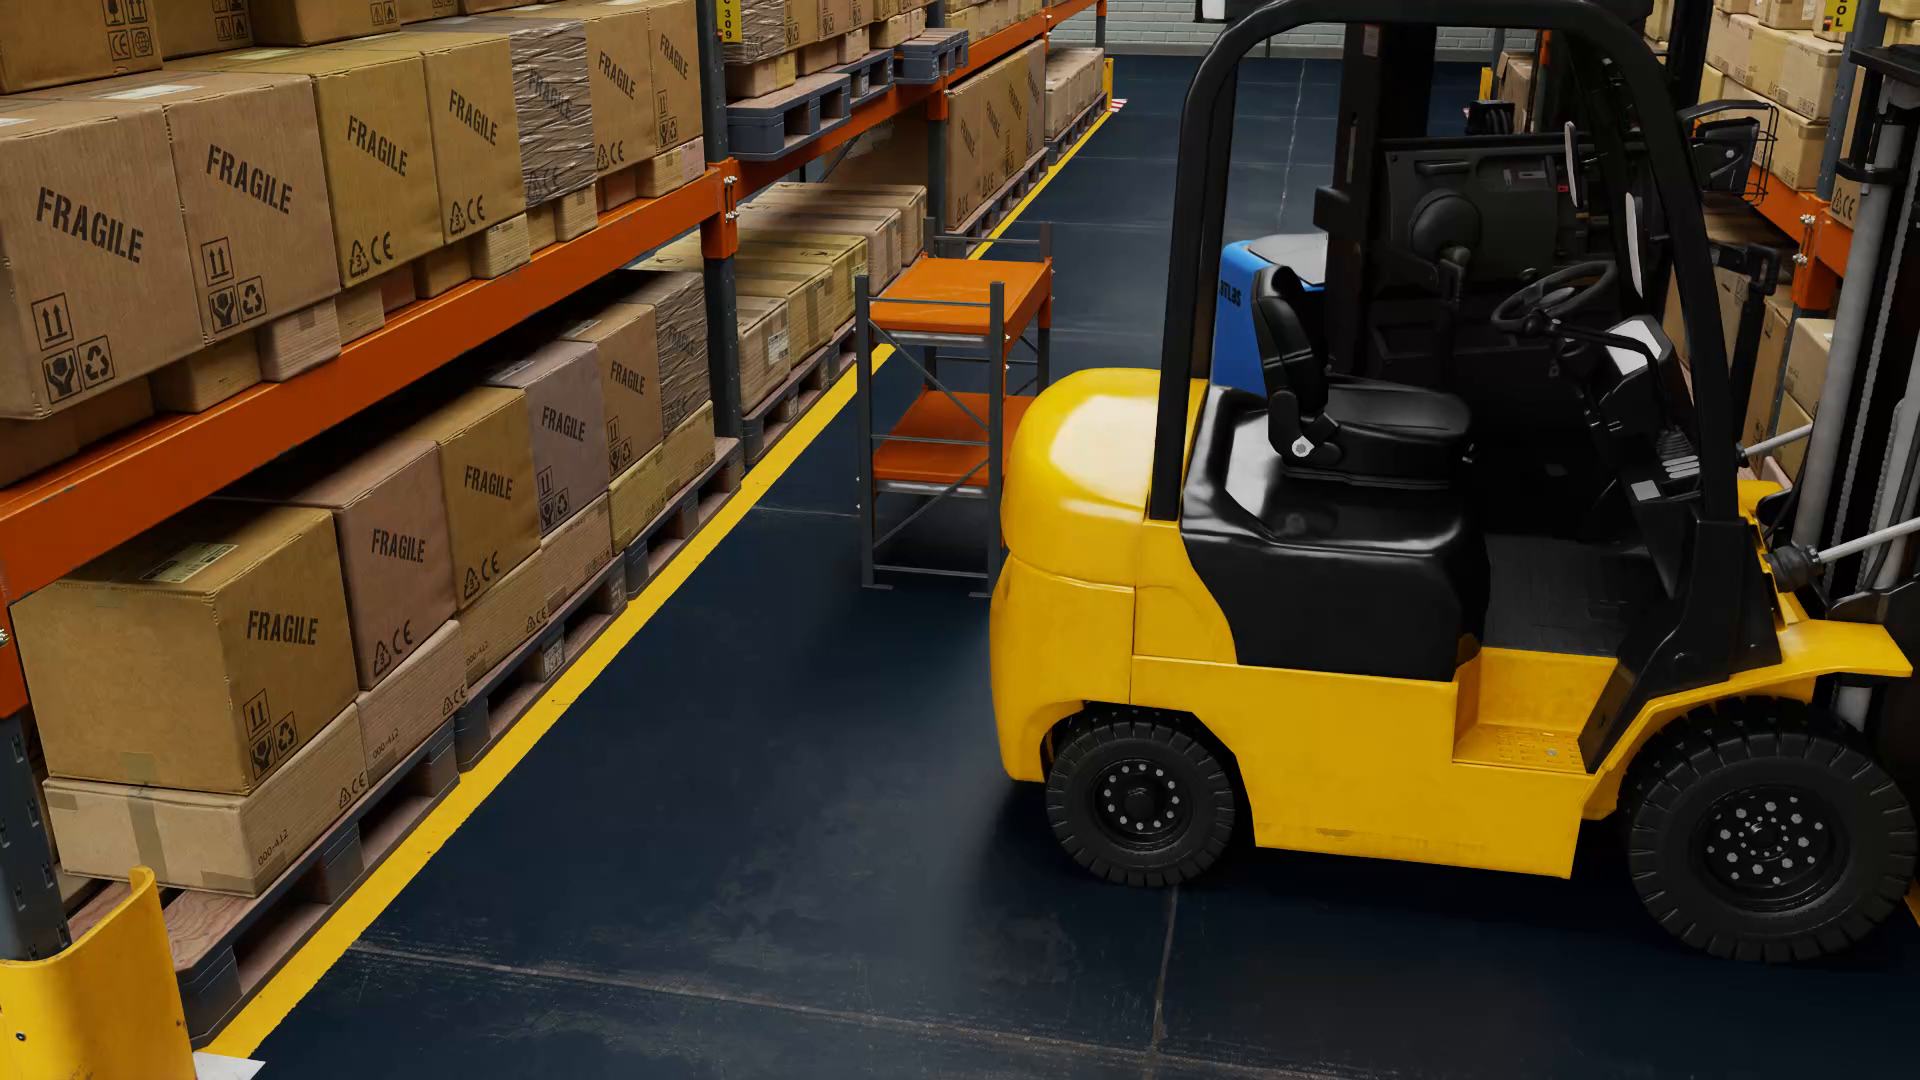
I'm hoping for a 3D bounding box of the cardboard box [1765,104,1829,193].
[{"bbox_3d":[3.298,-1.437,6.108,0.500,0.250,0.500,5,22,12],"label":"cardboard box"}]

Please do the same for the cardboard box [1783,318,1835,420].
[{"bbox_3d":[3.045,-0.533,5.442,0.500,0.250,0.500,4,22,10],"label":"cardboard box"}]

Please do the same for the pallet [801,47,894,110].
[{"bbox_3d":[-0.957,-2.327,8.372,1.003,0.211,1.213,4,22,11],"label":"pallet"}]

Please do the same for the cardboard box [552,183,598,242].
[{"bbox_3d":[-1.380,-1.051,5.283,0.380,0.149,0.250,4,22,10],"label":"cardboard box"}]

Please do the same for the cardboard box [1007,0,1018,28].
[{"bbox_3d":[0.152,-3.984,12.430,0.500,0.250,0.500,4,22,9],"label":"cardboard box"}]

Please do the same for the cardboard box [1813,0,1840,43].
[{"bbox_3d":[3.338,-1.888,6.023,0.380,0.149,0.250,4,22,10],"label":"cardboard box"}]

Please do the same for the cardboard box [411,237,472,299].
[{"bbox_3d":[-1.587,-0.775,4.599,0.380,0.149,0.250,4,22,9],"label":"cardboard box"}]

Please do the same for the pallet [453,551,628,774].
[{"bbox_3d":[-1.758,0.310,5.303,1.003,0.211,1.213,4,22,11],"label":"pallet"}]

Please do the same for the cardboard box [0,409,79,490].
[{"bbox_3d":[-1.953,-0.209,3.193,0.380,0.149,0.250,5,22,11],"label":"cardboard box"}]

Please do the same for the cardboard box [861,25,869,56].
[{"bbox_3d":[-0.668,-2.510,8.346,0.380,0.149,0.250,4,22,9],"label":"cardboard box"}]

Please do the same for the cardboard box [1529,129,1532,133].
[{"bbox_3d":[4.910,-3.327,13.853,0.380,0.149,0.250,4,22,9],"label":"cardboard box"}]

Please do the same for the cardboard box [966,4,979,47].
[{"bbox_3d":[-0.159,-3.422,11.036,0.500,0.250,0.500,4,22,9],"label":"cardboard box"}]

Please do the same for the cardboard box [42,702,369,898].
[{"bbox_3d":[-1.790,0.590,3.992,0.500,0.250,0.500,4,22,10],"label":"cardboard box"}]

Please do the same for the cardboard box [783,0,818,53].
[{"bbox_3d":[-0.931,-2.392,7.183,0.500,0.500,0.500,5,22,11],"label":"cardboard box"}]

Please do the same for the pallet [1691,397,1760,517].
[{"bbox_3d":[3.563,-0.282,6.771,1.003,0.211,1.213,4,22,11],"label":"pallet"}]

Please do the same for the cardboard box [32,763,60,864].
[{"bbox_3d":[-2.319,0.539,4.119,0.500,0.250,0.500,4,22,11],"label":"cardboard box"}]

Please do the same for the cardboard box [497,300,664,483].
[{"bbox_3d":[-1.369,-0.524,5.754,0.500,0.500,0.500,5,22,12],"label":"cardboard box"}]

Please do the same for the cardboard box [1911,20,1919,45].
[{"bbox_3d":[3.077,-1.459,4.958,0.380,0.149,0.250,5,22,12],"label":"cardboard box"}]

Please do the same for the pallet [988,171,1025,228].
[{"bbox_3d":[-0.107,-2.577,12.469,1.003,0.211,1.213,4,22,11],"label":"pallet"}]

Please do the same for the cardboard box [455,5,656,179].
[{"bbox_3d":[-1.354,-1.494,5.516,0.500,0.500,0.500,5,23,13],"label":"cardboard box"}]

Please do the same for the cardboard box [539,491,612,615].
[{"bbox_3d":[-1.474,0.019,5.411,0.500,0.250,0.500,5,22,12],"label":"cardboard box"}]

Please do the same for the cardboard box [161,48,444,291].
[{"bbox_3d":[-1.652,-0.929,4.114,0.500,0.500,0.500,4,22,10],"label":"cardboard box"}]

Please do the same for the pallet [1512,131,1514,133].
[{"bbox_3d":[5.471,-3.634,15.094,1.003,0.211,1.213,4,22,11],"label":"pallet"}]

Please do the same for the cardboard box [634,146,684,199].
[{"bbox_3d":[-1.220,-1.331,5.979,0.380,0.149,0.250,5,22,12],"label":"cardboard box"}]

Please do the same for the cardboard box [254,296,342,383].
[{"bbox_3d":[-1.685,-0.482,3.872,0.380,0.149,0.250,5,22,12],"label":"cardboard box"}]

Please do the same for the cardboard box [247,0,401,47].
[{"bbox_3d":[-1.983,-1.619,4.489,0.700,0.500,0.500,4,22,11],"label":"cardboard box"}]

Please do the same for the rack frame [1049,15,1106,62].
[{"bbox_3d":[1.040,-6.068,17.406,1.000,3.000,0.127,4,22,11],"label":"rack frame"}]

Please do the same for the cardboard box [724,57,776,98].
[{"bbox_3d":[-0.987,-1.936,6.920,0.380,0.149,0.250,5,22,12],"label":"cardboard box"}]

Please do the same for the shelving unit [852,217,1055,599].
[{"bbox_3d":[0.001,-0.524,6.150,0.538,1.125,1.048,4,22,11],"label":"shelving unit"}]

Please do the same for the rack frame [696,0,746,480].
[{"bbox_3d":[-1.409,-1.680,6.509,1.000,3.000,0.127,4,22,11],"label":"rack frame"}]

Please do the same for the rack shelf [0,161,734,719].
[{"bbox_3d":[-1.817,-0.615,4.828,1.077,0.370,4.000,4,22,11],"label":"rack shelf"}]

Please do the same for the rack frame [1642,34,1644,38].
[{"bbox_3d":[4.267,-2.766,9.206,1.000,3.000,0.127,4,22,11],"label":"rack frame"}]

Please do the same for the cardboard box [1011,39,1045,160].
[{"bbox_3d":[0.175,-3.582,13.514,0.875,0.875,0.875,5,23,13],"label":"cardboard box"}]

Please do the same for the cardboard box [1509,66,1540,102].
[{"bbox_3d":[5.264,-4.015,15.091,0.500,0.500,0.500,5,22,12],"label":"cardboard box"}]

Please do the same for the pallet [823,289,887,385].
[{"bbox_3d":[-1.005,-1.119,8.849,1.003,0.211,1.213,4,22,11],"label":"pallet"}]

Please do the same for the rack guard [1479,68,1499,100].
[{"bbox_3d":[5.884,-4.504,16.868,1.175,0.500,0.348,4,22,11],"label":"rack guard"}]

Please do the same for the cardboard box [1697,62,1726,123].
[{"bbox_3d":[3.624,-1.990,7.481,0.500,0.250,0.500,5,23,13],"label":"cardboard box"}]

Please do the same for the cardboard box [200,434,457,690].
[{"bbox_3d":[-1.683,0.042,4.350,0.500,0.500,0.500,4,22,9],"label":"cardboard box"}]

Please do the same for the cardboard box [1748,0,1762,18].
[{"bbox_3d":[3.535,-2.262,6.952,0.380,0.149,0.250,5,22,11],"label":"cardboard box"}]

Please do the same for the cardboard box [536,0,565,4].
[{"bbox_3d":[-1.711,-2.184,5.890,0.700,0.500,0.500,4,22,10],"label":"cardboard box"}]

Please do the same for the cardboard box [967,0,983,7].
[{"bbox_3d":[-0.141,-3.660,10.959,0.500,0.250,0.500,5,22,12],"label":"cardboard box"}]

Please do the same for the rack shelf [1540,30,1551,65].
[{"bbox_3d":[4.675,-3.163,11.156,1.077,0.370,4.000,4,22,11],"label":"rack shelf"}]

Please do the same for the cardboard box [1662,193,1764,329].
[{"bbox_3d":[4.001,-1.392,8.412,0.875,0.625,0.625,5,23,13],"label":"cardboard box"}]

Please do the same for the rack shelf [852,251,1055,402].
[{"bbox_3d":[0.001,-0.796,6.040,0.538,0.278,1.000,4,22,11],"label":"rack shelf"}]

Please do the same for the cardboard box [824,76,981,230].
[{"bbox_3d":[-0.370,-2.598,11.072,0.875,0.875,0.875,4,22,10],"label":"cardboard box"}]

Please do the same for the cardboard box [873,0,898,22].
[{"bbox_3d":[-0.610,-2.960,8.593,0.500,0.500,0.500,3,22,7],"label":"cardboard box"}]

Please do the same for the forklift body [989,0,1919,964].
[{"bbox_3d":[1.236,-0.279,4.167,2.313,2.155,1.214,4,22,11],"label":"forklift body"}]

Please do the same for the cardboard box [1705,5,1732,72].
[{"bbox_3d":[3.630,-2.223,7.388,0.500,0.250,0.500,5,22,12],"label":"cardboard box"}]

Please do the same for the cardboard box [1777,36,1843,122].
[{"bbox_3d":[3.301,-1.664,6.002,0.500,0.250,0.500,4,22,10],"label":"cardboard box"}]

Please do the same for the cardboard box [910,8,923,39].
[{"bbox_3d":[-0.421,-2.884,9.274,0.380,0.149,0.250,4,22,10],"label":"cardboard box"}]

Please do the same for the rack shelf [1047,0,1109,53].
[{"bbox_3d":[0.632,-5.003,15.725,1.077,0.370,4.000,4,22,11],"label":"rack shelf"}]

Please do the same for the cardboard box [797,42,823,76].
[{"bbox_3d":[-0.851,-2.227,7.642,0.380,0.149,0.250,5,22,12],"label":"cardboard box"}]

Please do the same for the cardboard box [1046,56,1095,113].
[{"bbox_3d":[0.824,-4.490,16.356,0.875,0.438,0.875,5,22,12],"label":"cardboard box"}]

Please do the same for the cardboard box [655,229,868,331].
[{"bbox_3d":[-1.021,-1.365,8.684,0.950,0.372,0.625,5,23,13],"label":"cardboard box"}]

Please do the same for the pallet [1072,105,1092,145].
[{"bbox_3d":[0.702,-4.032,16.082,1.003,0.211,1.213,4,22,11],"label":"pallet"}]

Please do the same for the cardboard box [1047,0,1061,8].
[{"bbox_3d":[0.576,-4.804,14.132,0.500,0.500,0.500,5,23,13],"label":"cardboard box"}]

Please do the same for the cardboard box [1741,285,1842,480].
[{"bbox_3d":[3.547,-0.588,6.414,0.875,0.625,0.625,5,23,13],"label":"cardboard box"}]

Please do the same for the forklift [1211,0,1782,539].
[{"bbox_3d":[1.787,-0.998,4.908,1.130,2.935,3.031,-5,22,-12],"label":"forklift"}]
